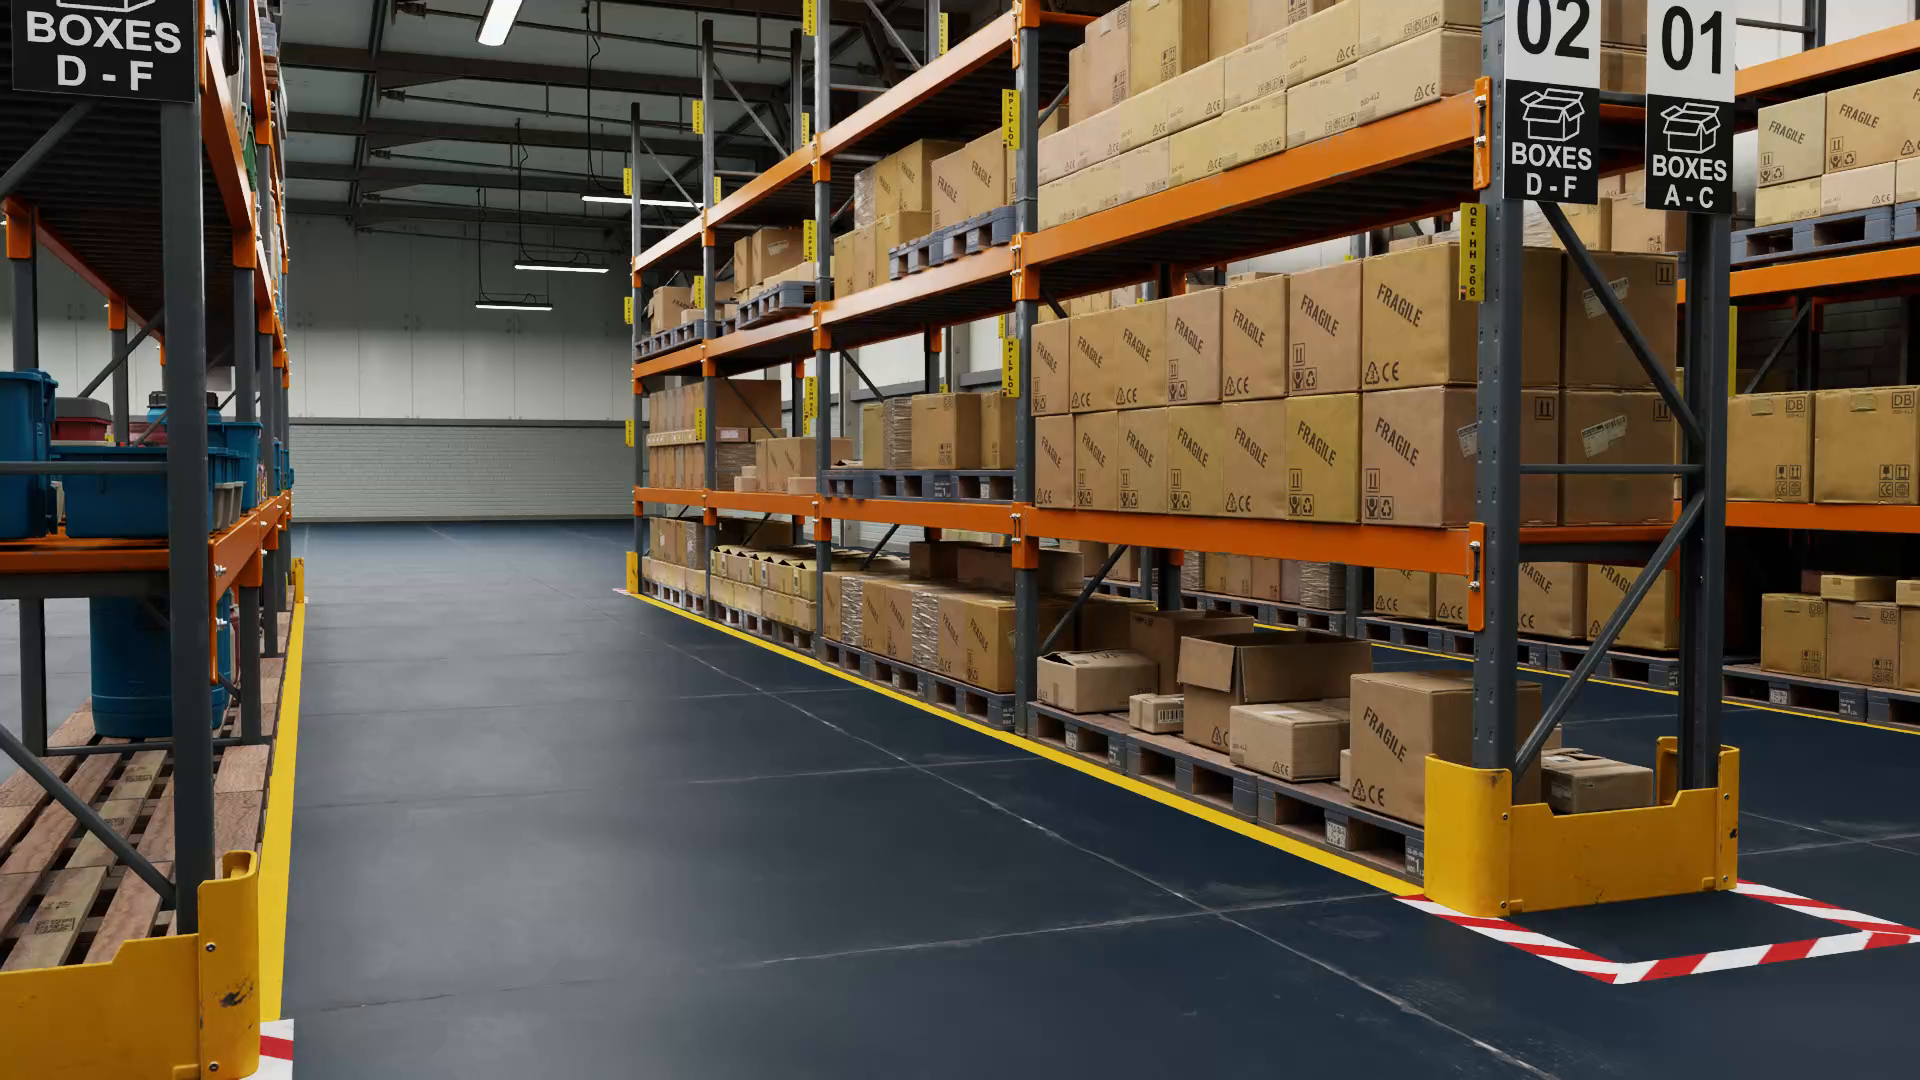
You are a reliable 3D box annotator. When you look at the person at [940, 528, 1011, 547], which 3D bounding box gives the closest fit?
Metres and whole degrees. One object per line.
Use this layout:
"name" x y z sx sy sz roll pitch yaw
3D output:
"person" 0.169 0.252 18.354 0.863 0.985 0.439 -1 3 -24
